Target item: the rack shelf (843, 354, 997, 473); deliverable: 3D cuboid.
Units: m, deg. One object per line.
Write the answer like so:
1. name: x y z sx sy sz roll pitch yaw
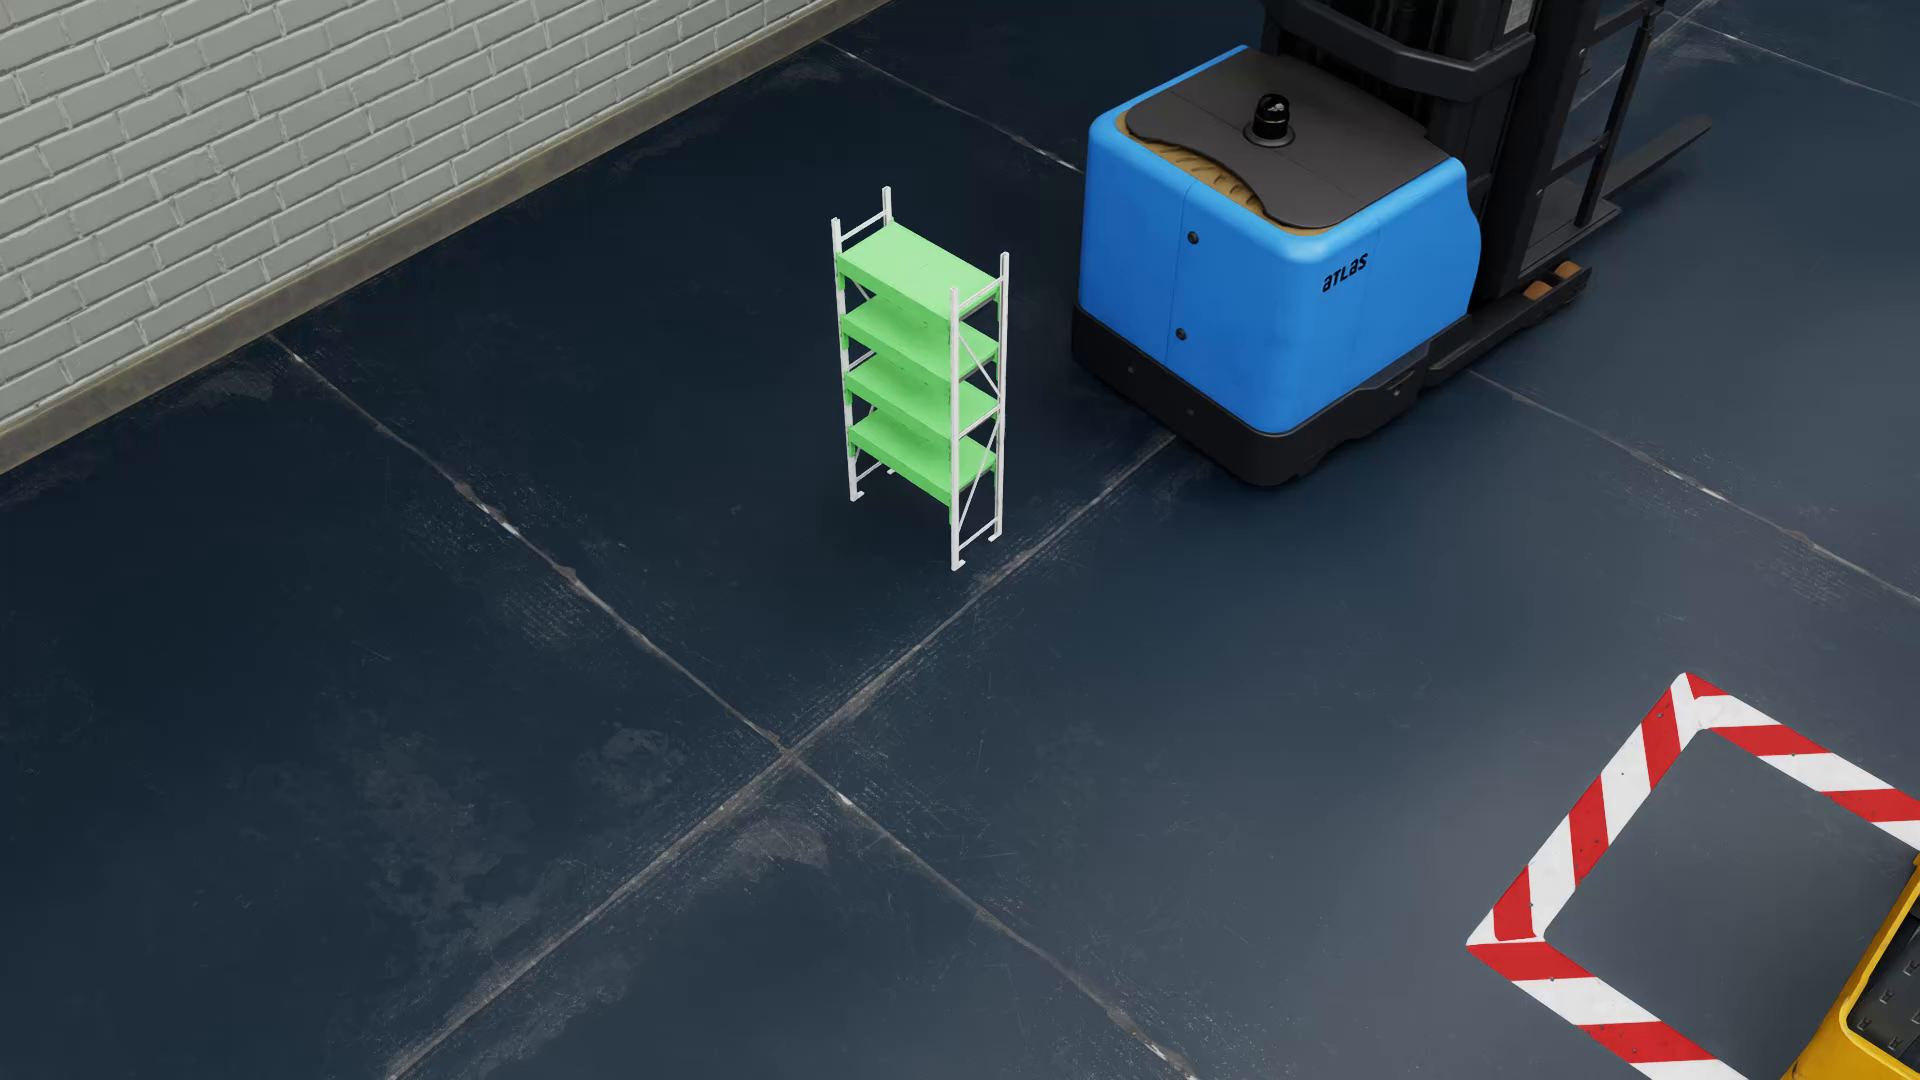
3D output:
1. rack shelf: -0.122 -0.449 5.436 0.480 0.148 0.258 34 55 28

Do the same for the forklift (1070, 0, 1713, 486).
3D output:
1. forklift: 1.868 -2.118 5.728 3.031 2.935 1.130 -32 55 -26

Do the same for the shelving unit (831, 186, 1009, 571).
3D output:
1. shelving unit: -0.122 -0.493 5.389 0.503 1.200 0.258 34 55 28

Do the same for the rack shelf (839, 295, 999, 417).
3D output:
1. rack shelf: -0.122 -0.613 5.261 0.480 0.148 0.258 34 55 28

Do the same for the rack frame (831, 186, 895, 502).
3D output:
1. rack frame: -0.301 -0.613 5.503 0.015 1.200 0.240 34 55 28

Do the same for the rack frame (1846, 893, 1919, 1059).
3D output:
1. rack frame: 2.542 0.216 3.490 0.053 2.616 0.949 34 55 28

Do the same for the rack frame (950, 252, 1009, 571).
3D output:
1. rack frame: 0.058 -0.372 5.276 0.015 1.200 0.240 34 55 28

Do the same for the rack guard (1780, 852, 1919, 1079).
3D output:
1. rack guard: 2.601 1.107 4.368 0.348 0.500 1.175 34 55 28

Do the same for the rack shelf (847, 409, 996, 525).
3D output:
1. rack shelf: -0.122 -0.285 5.611 0.480 0.148 0.258 34 55 28

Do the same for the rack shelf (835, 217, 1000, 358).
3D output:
1. rack shelf: -0.122 -0.777 5.086 0.480 0.148 0.258 34 55 28
